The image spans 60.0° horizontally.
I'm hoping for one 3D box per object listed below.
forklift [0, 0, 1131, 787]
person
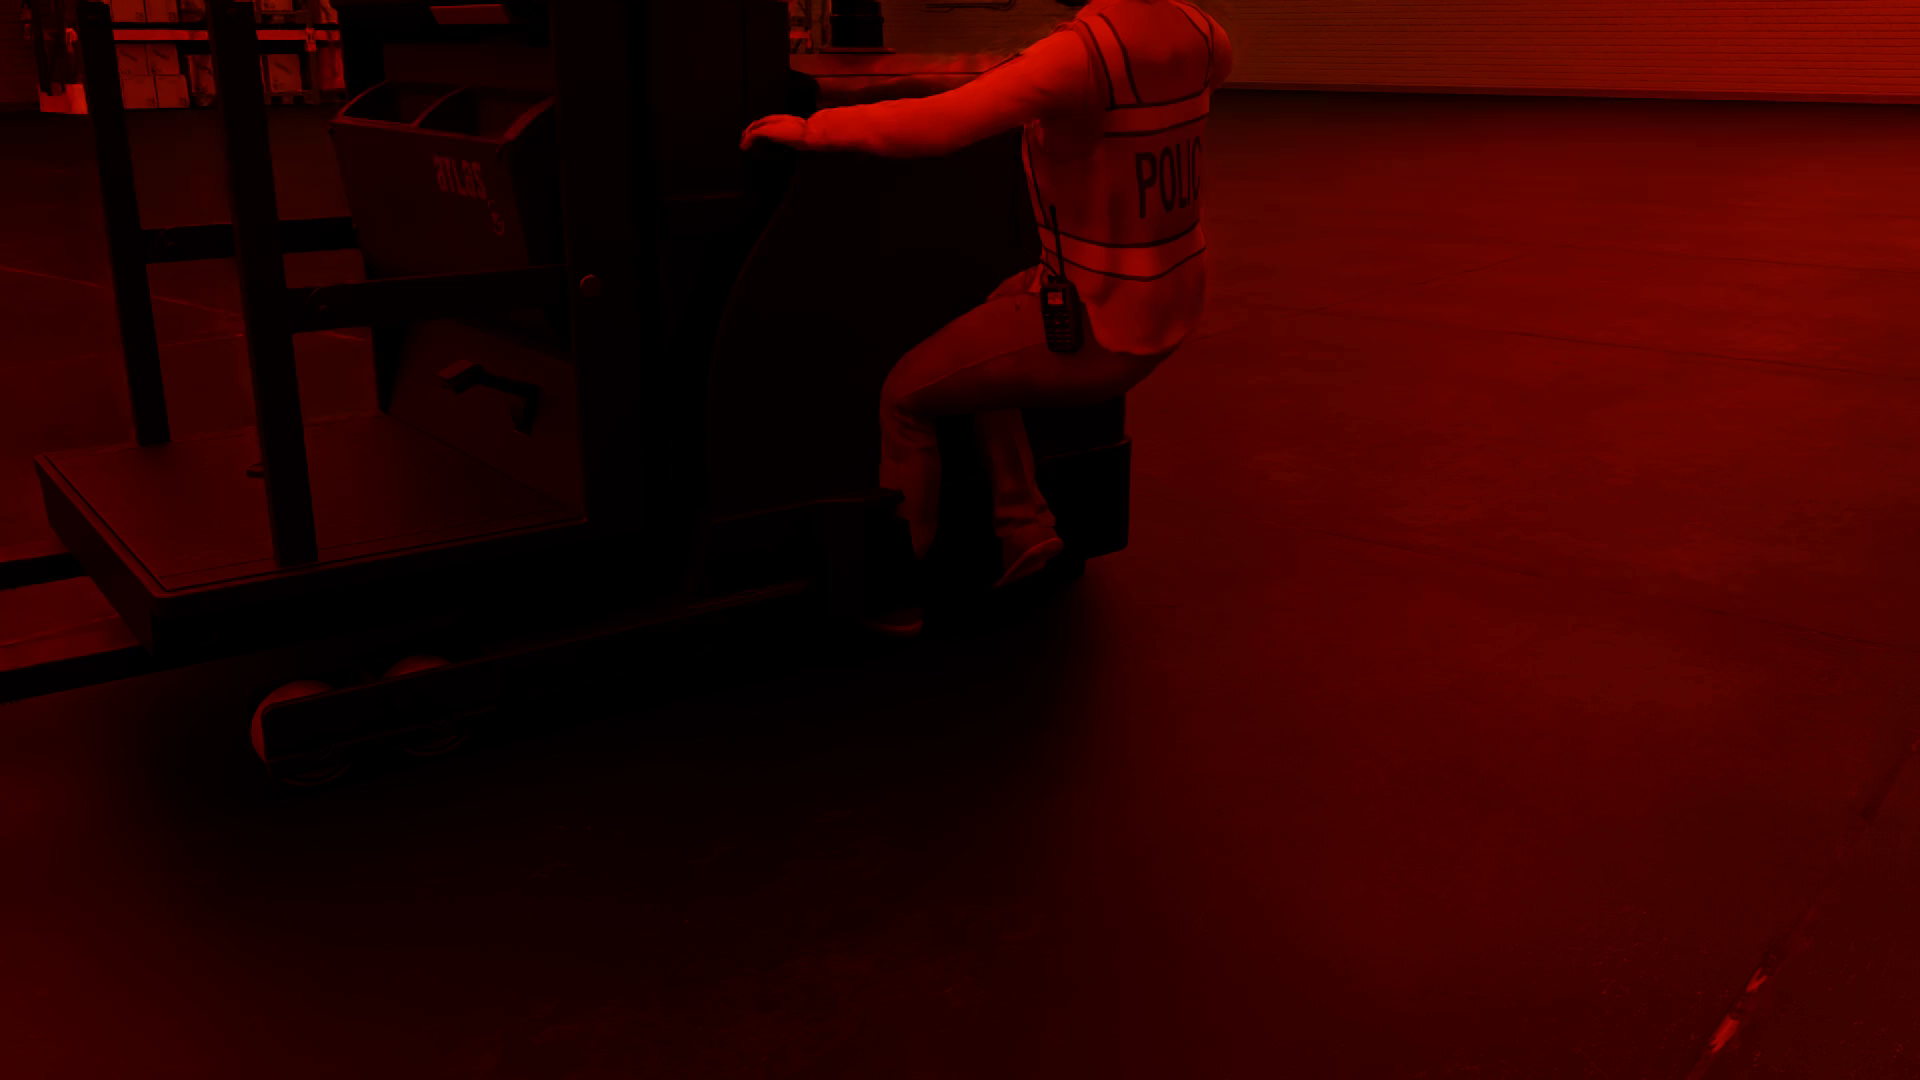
[{"bbox_3d":[-1.114,-1.183,2.794,3.031,2.935,1.130,-12,21,-35],"label":"forklift"},{"bbox_3d":[0.072,-0.520,3.135,0.795,1.451,0.967,8,19,26],"label":"person"}]
